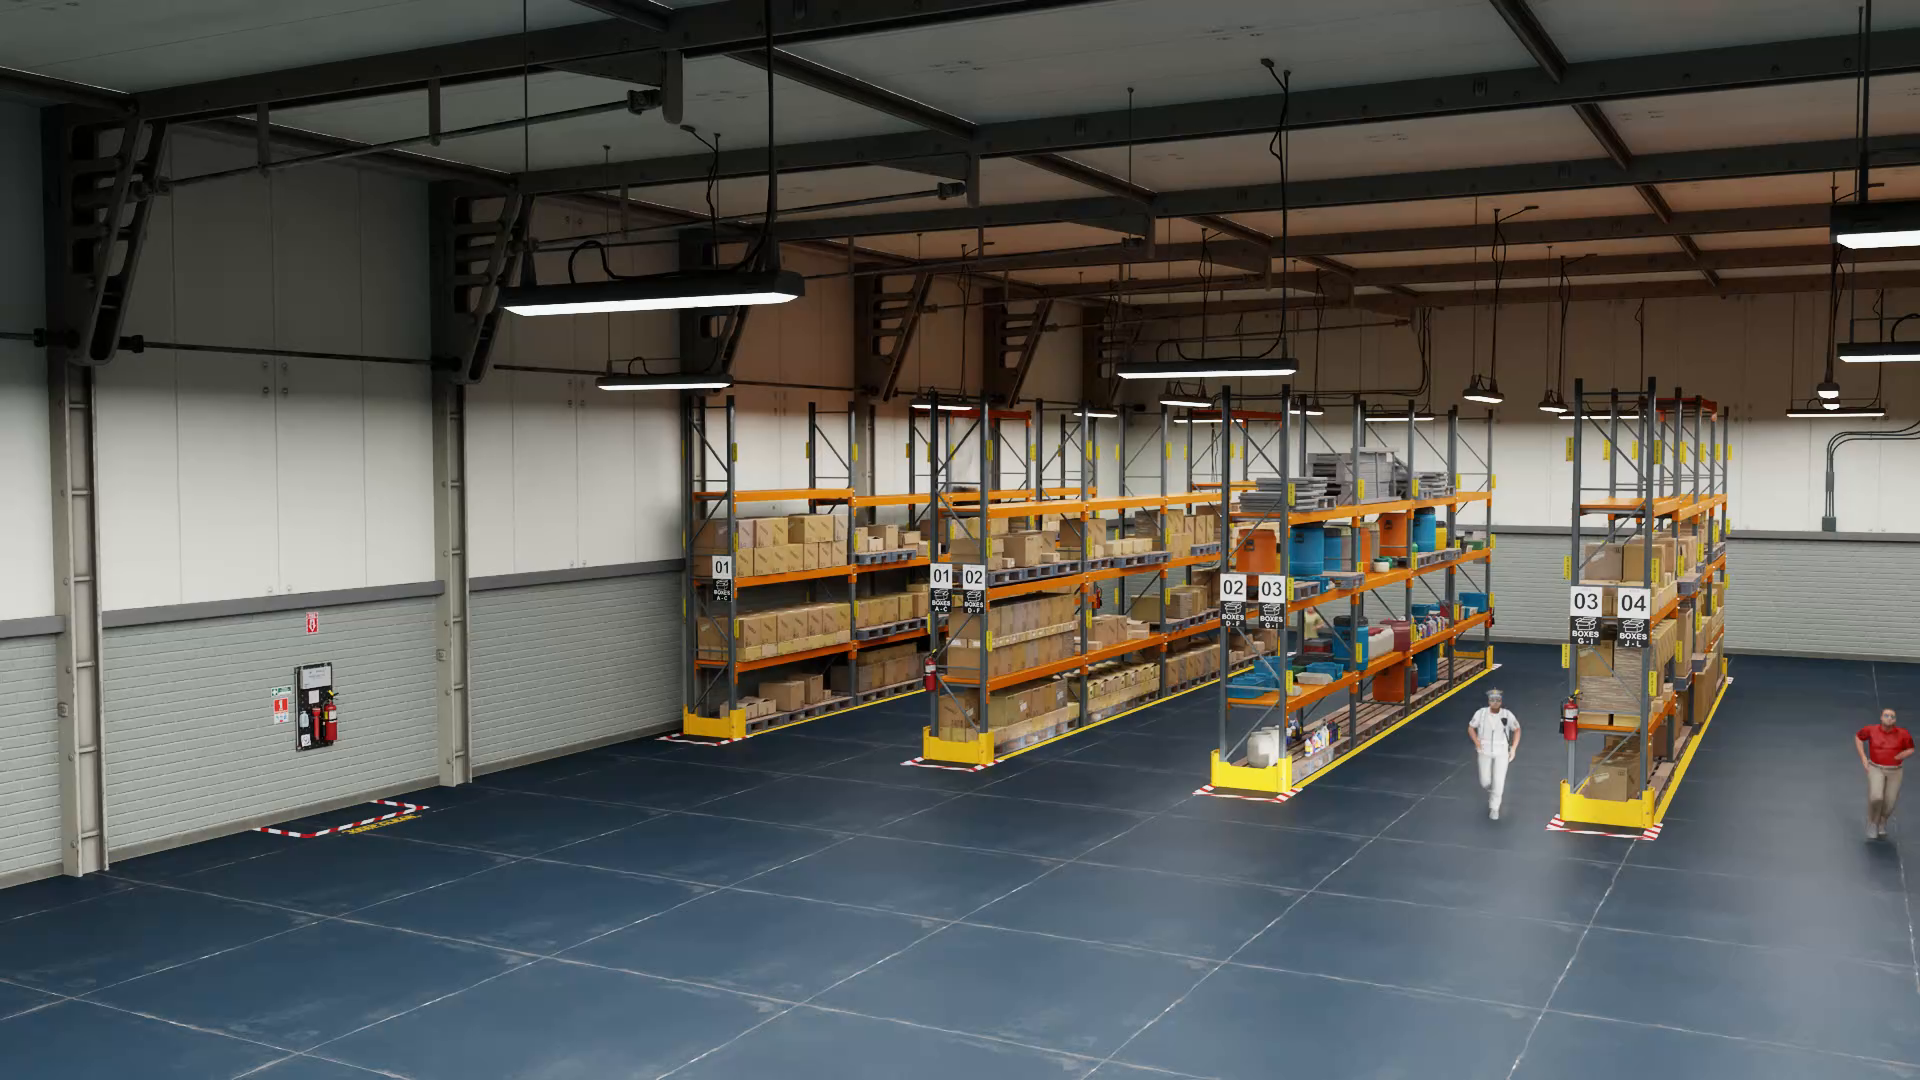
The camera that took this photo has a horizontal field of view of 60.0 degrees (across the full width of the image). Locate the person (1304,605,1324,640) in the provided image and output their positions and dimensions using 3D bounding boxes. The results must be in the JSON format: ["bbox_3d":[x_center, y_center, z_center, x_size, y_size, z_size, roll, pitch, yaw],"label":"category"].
[{"bbox_3d":[7.863,2.213,37.322,0.589,1.697,0.749,1,3,14],"label":"person"}]

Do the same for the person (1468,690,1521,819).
[{"bbox_3d":[7.387,2.931,23.011,0.700,1.764,0.671,1,3,24],"label":"person"}]

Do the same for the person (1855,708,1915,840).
[{"bbox_3d":[11.944,3.026,21.466,0.648,1.727,0.749,1,3,19],"label":"person"}]
